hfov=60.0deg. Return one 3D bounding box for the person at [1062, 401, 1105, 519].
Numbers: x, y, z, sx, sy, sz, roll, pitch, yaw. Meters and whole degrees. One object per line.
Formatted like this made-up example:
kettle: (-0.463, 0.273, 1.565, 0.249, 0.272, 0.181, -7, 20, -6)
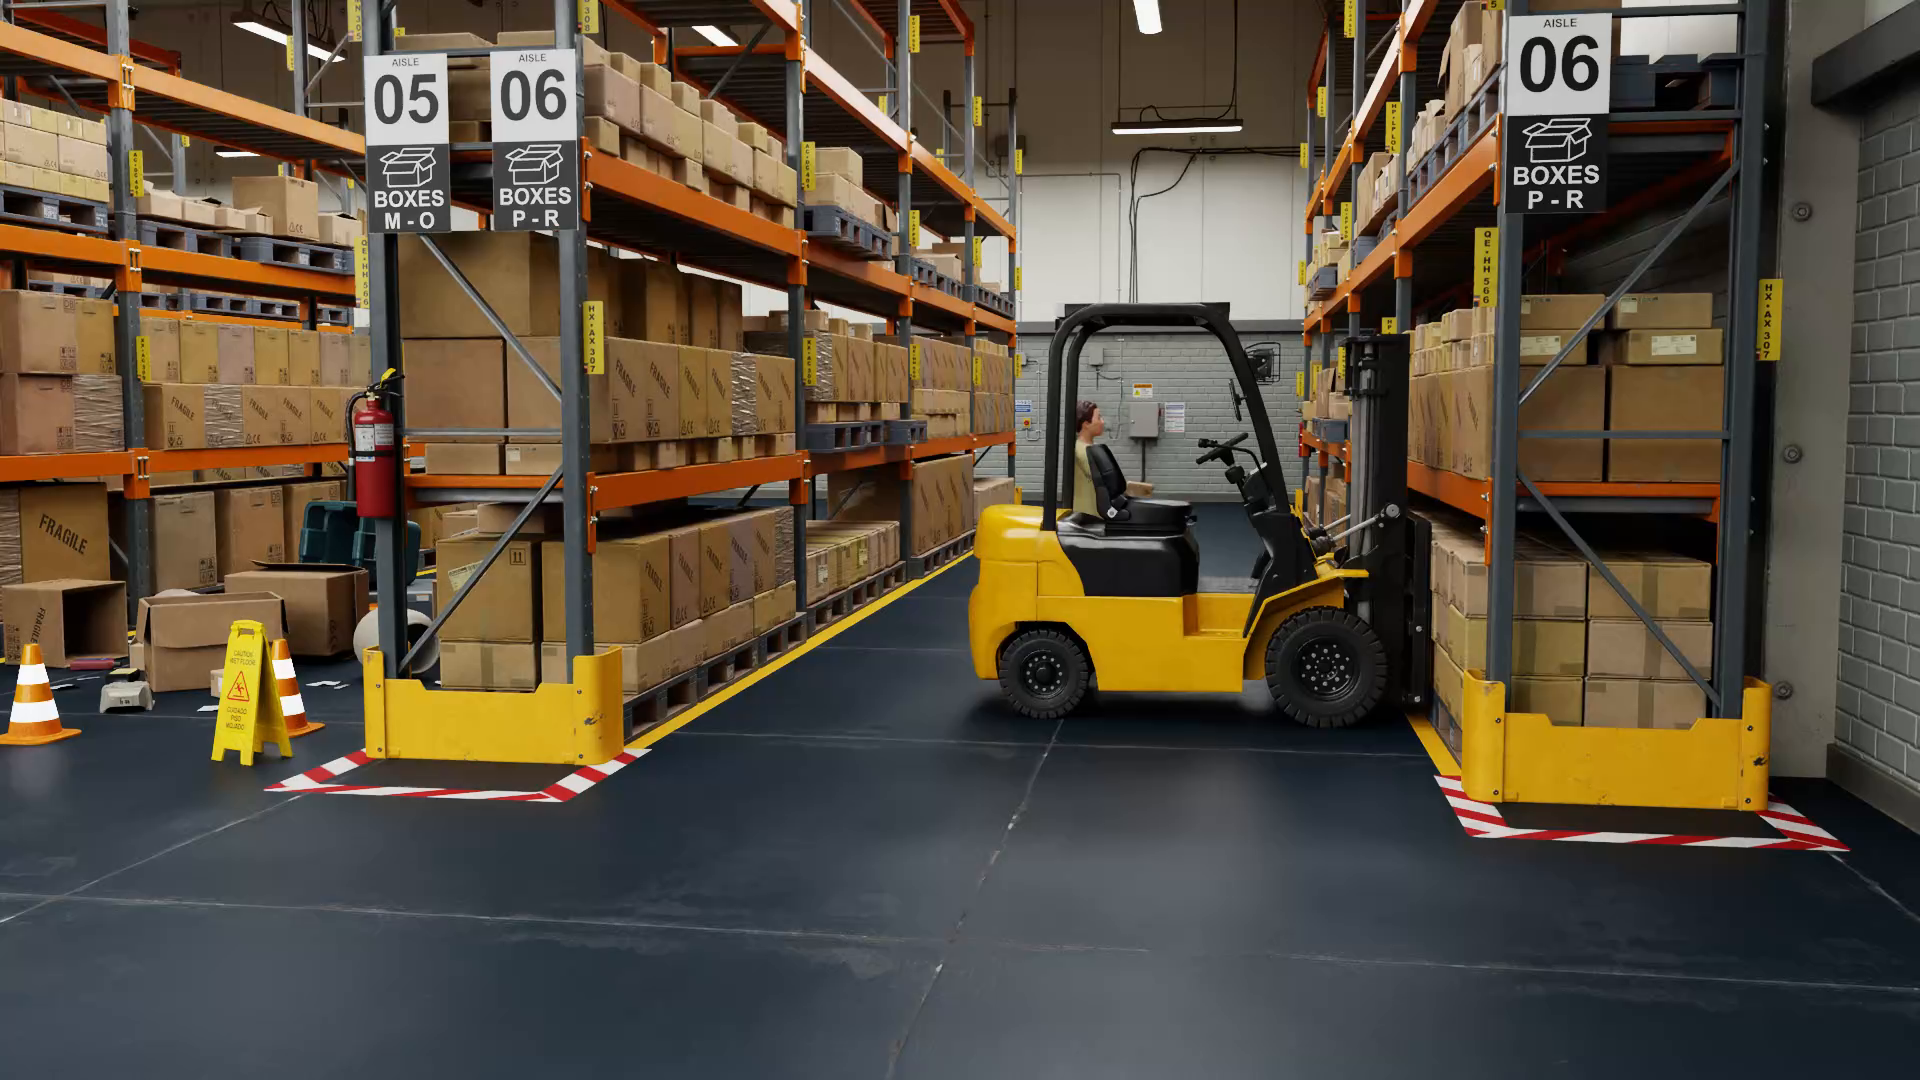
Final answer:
person: (0.929, -0.079, 10.930, 0.538, 1.668, 0.421, 1, 5, 9)
